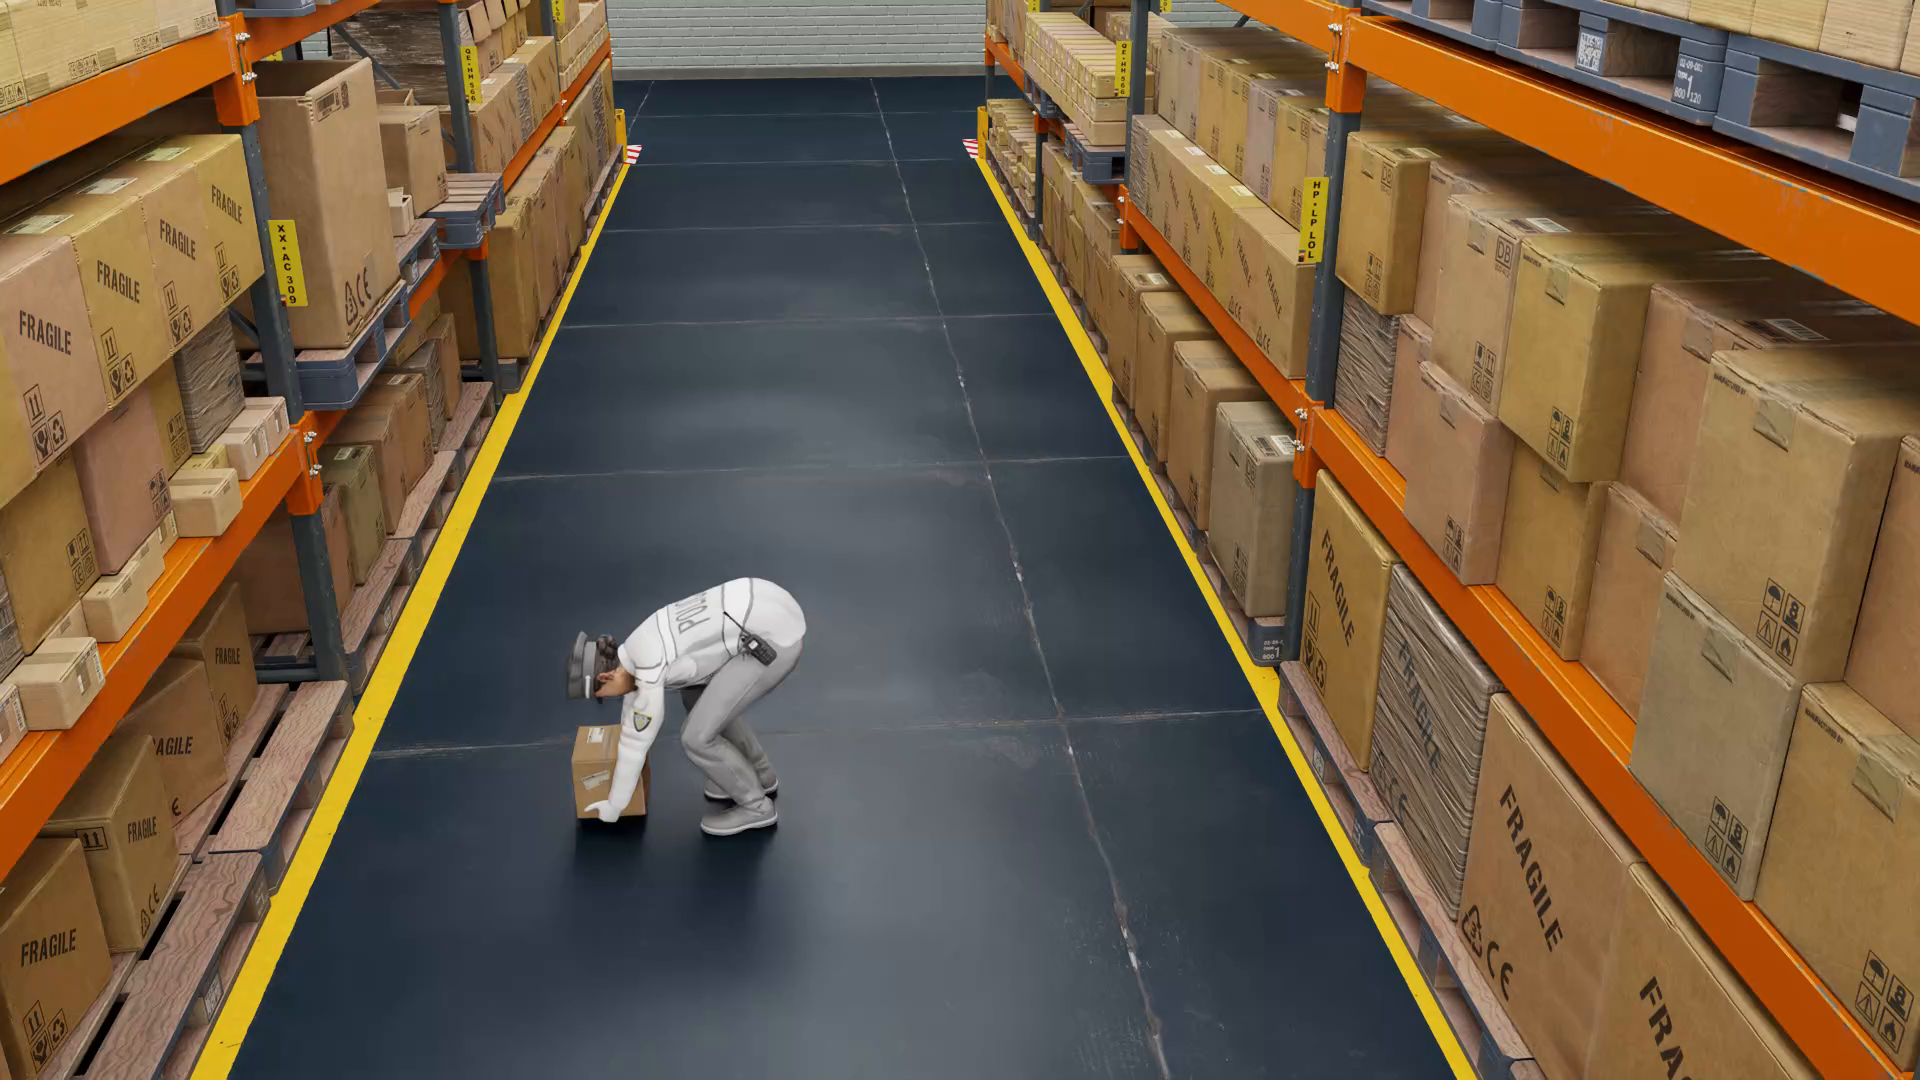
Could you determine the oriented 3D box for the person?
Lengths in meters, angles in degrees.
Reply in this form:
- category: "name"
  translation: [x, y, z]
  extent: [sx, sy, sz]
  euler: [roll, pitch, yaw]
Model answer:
- category: "person"
  translation: [-0.999, 0.615, 6.133]
  extent: [0.882, 0.919, 0.457]
  euler: [-3, 24, -8]
